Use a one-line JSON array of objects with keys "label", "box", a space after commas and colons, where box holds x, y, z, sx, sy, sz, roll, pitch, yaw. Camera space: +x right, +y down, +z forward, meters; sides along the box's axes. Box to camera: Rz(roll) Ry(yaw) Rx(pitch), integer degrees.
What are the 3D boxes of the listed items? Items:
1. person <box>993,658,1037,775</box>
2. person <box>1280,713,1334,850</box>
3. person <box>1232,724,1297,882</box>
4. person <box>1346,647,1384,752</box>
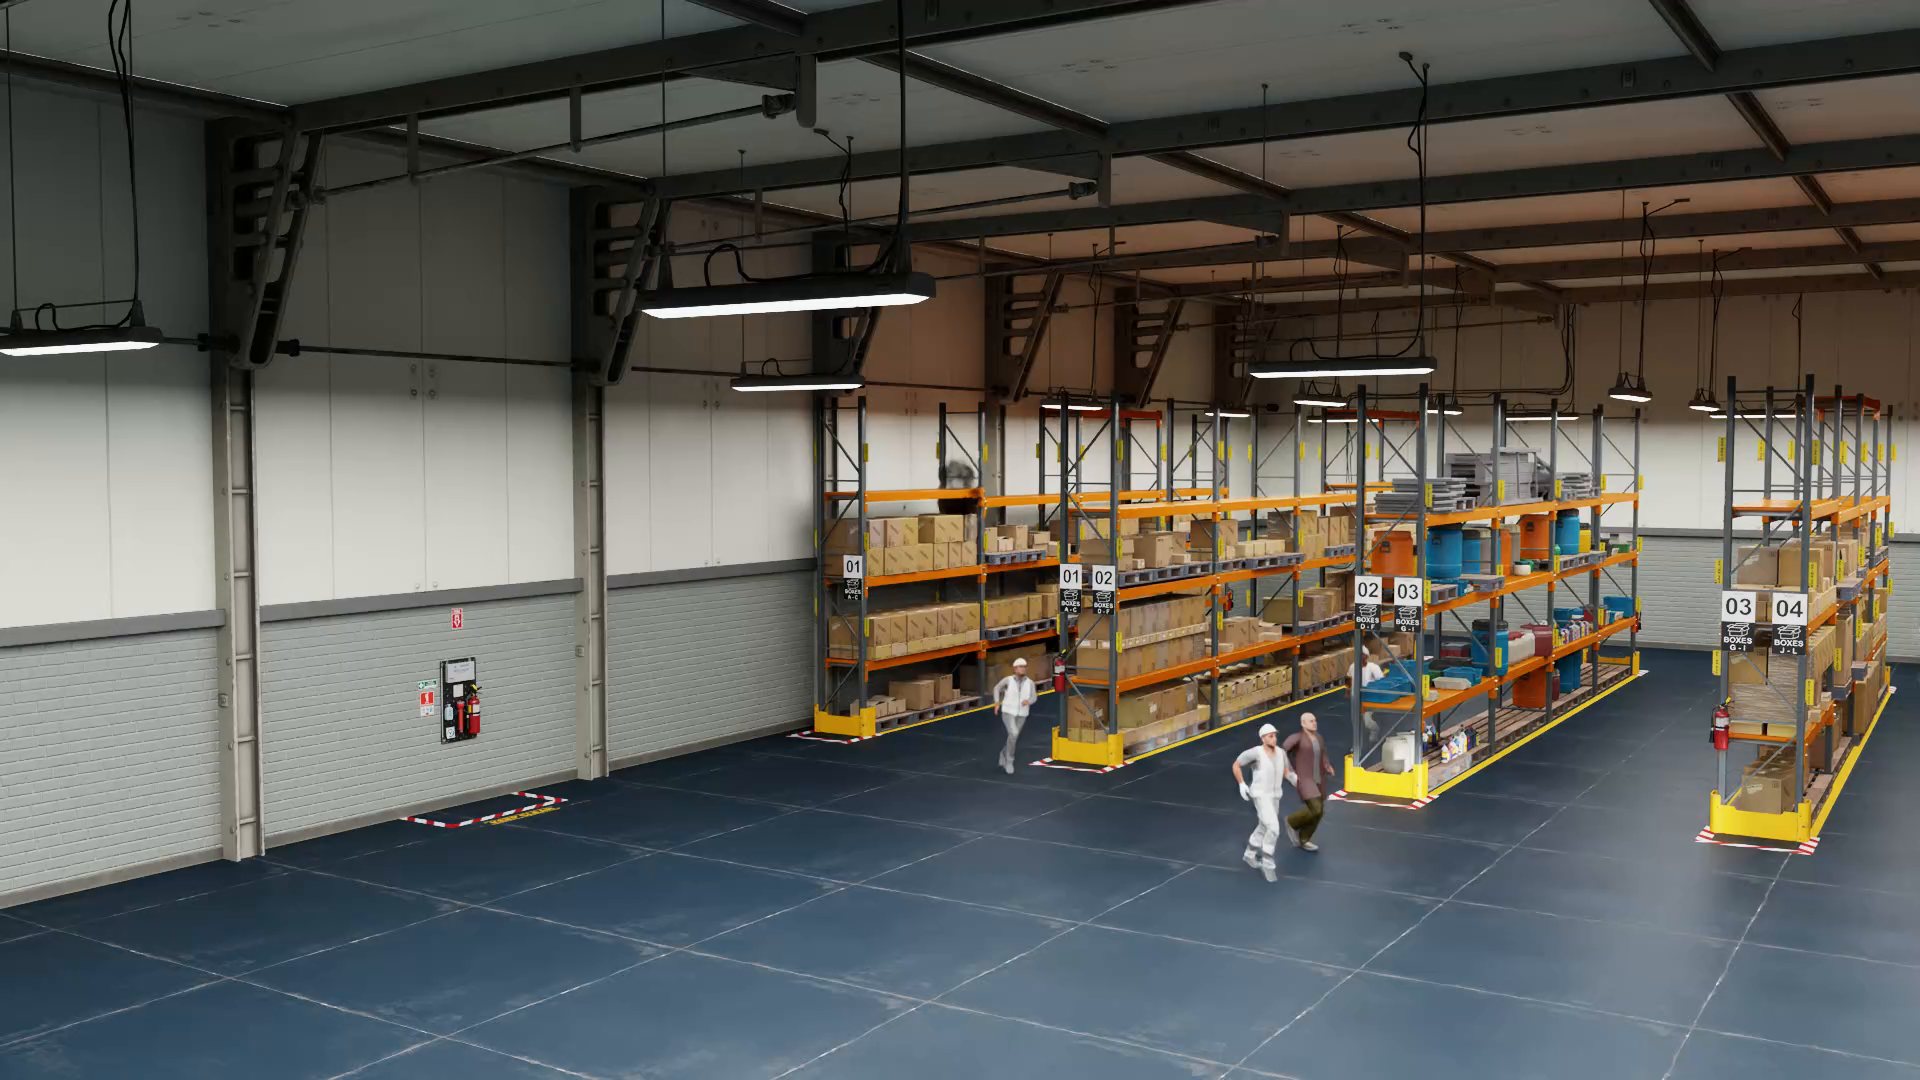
[{"label": "person", "box": [0.895, 2.745, 26.182, 0.642, 1.755, 0.740, -1, 3, -18]}, {"label": "person", "box": [4.399, 3.019, 20.869, 0.704, 1.694, 0.628, -2, 4, -35]}, {"label": "person", "box": [3.632, 3.086, 19.666, 0.636, 1.844, 0.787, -2, 4, -35]}, {"label": "person", "box": [6.829, 2.666, 28.081, 0.717, 1.752, 0.820, 2, 4, 36]}]
